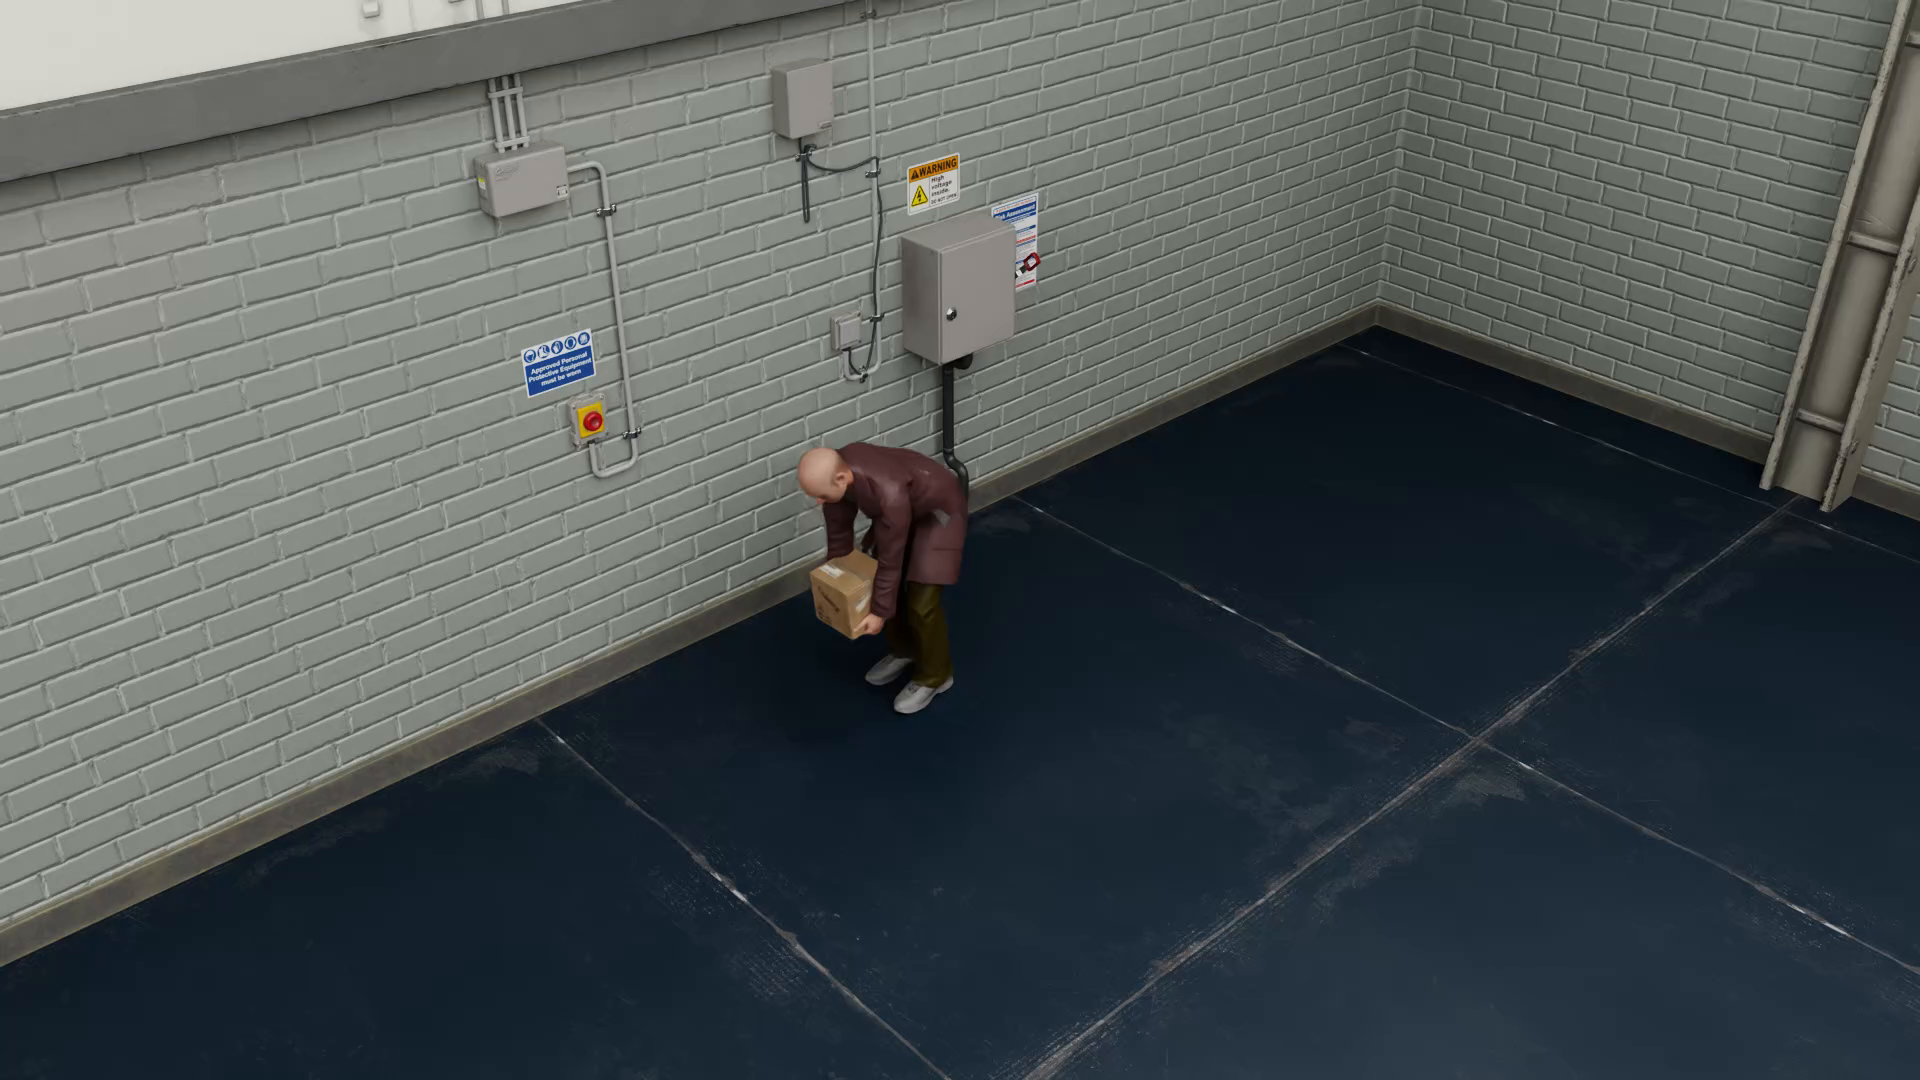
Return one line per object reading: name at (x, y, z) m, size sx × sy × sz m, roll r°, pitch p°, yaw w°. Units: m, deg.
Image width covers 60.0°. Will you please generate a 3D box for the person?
person at (-0.236, -0.066, 7.262) m, size 0.561 × 1.769 × 0.529 m, roll -26°, pitch 40°, yaw -35°
